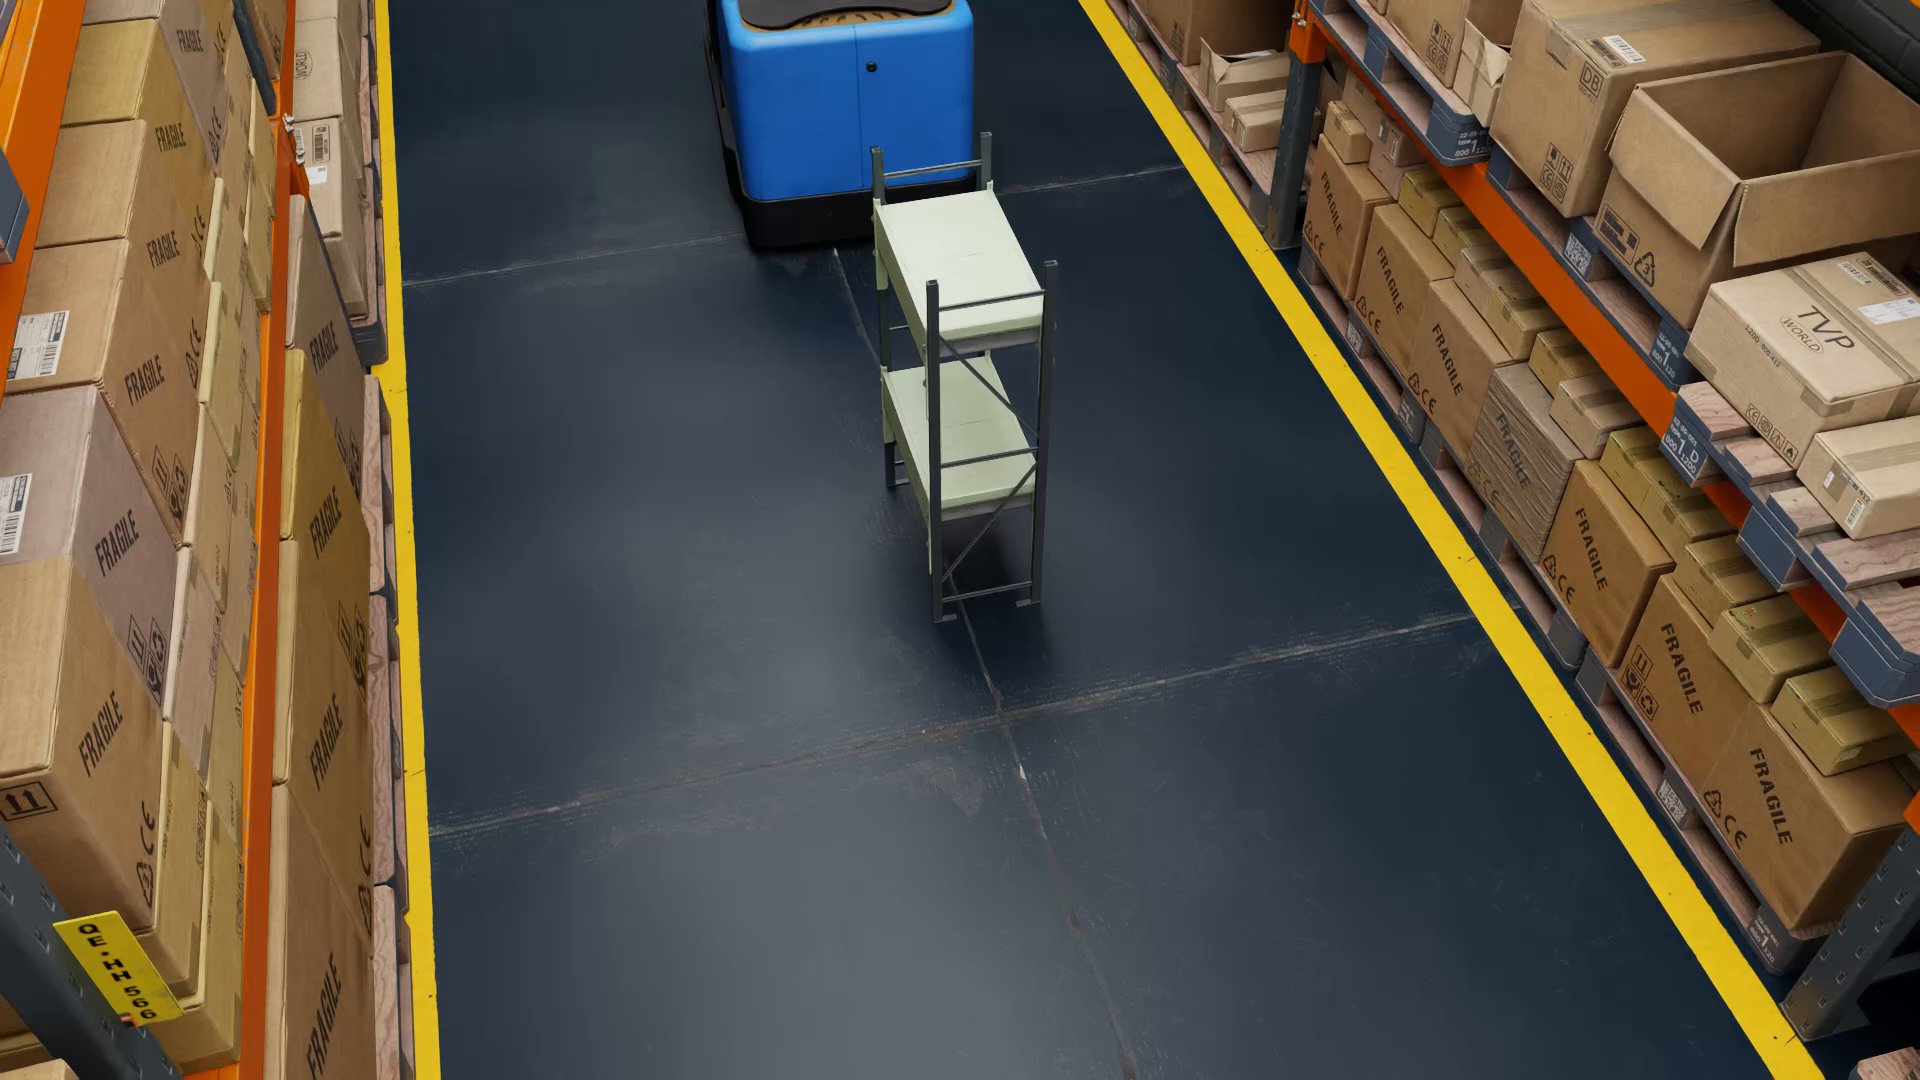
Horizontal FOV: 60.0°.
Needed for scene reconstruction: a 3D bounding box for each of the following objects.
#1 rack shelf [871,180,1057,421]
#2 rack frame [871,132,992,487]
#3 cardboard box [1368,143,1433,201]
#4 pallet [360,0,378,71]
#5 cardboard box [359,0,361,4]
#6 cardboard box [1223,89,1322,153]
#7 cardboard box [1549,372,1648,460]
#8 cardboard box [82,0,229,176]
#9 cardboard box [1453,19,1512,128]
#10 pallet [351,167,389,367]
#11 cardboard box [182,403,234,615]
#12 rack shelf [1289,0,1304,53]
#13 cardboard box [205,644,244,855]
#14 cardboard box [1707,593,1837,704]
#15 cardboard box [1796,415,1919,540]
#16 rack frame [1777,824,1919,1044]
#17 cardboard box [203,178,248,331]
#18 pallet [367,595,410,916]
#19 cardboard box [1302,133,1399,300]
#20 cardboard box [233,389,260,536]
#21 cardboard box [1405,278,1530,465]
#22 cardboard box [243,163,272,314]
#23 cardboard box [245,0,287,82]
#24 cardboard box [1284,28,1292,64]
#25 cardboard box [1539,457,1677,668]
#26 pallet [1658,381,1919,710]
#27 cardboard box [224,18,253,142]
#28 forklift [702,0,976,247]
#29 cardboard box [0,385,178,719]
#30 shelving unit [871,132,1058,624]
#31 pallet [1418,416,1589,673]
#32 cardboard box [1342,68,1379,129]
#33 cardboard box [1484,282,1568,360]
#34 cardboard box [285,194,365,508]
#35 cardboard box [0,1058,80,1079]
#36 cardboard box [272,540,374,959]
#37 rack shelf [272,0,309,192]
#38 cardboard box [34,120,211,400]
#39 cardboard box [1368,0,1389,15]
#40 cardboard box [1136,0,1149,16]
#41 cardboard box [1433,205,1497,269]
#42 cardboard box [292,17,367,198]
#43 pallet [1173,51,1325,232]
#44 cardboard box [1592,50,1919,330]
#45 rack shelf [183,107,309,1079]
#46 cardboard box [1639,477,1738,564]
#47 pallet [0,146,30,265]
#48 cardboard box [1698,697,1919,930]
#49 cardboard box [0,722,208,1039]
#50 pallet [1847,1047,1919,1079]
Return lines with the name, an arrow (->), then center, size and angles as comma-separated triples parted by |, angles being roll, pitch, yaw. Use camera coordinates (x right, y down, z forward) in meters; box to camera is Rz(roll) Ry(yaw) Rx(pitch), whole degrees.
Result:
rack shelf -> 0.002, -0.793, 5.431 | 0.431, 0.370, 0.720 | -11, 47, -10
rack frame -> -0.092, -0.773, 5.957 | 0.400, 1.500, 0.023 | -11, 47, -10
cardboard box -> 1.865, -1.511, 6.632 | 0.380, 0.149, 0.250 | -12, 47, -11
pallet -> -3.656, -2.823, 8.869 | 1.003, 0.211, 1.213 | -11, 47, -10
cardboard box -> -3.671, -3.149, 8.736 | 0.875, 0.438, 0.875 | -12, 47, -12
cardboard box -> 1.458, -1.965, 7.778 | 0.380, 0.149, 0.250 | -12, 47, -12
cardboard box -> 2.225, -0.438, 5.581 | 0.380, 0.149, 0.250 | -13, 47, -12
cardboard box -> -2.416, -1.342, 4.694 | 0.500, 0.500, 0.500 | -10, 46, -10
cardboard box -> 1.869, -1.556, 5.475 | 0.396, 0.266, 0.258 | -9, 46, -8
pallet -> -3.032, -1.138, 7.218 | 1.003, 0.211, 1.213 | -11, 47, -10
cardboard box -> -2.027, -0.034, 3.938 | 0.500, 0.250, 0.500 | -11, 47, -10
rack shelf -> 1.373, -3.614, 8.195 | 1.077, 0.370, 4.000 | -11, 47, -10
cardboard box -> -1.919, 0.504, 3.761 | 0.500, 0.250, 0.500 | -12, 47, -11
cardboard box -> 2.438, 0.300, 4.858 | 0.380, 0.149, 0.250 | -13, 47, -12
cardboard box -> 2.370, -0.166, 4.194 | 0.380, 0.149, 0.250 | -10, 46, -10
rack frame -> 2.909, 0.276, 3.879 | 1.000, 3.000, 0.127 | -11, 47, -10
cardboard box -> -2.291, -0.737, 4.627 | 0.500, 0.250, 0.500 | -10, 46, -9
pallet -> -2.326, 0.764, 5.354 | 1.003, 0.211, 1.213 | -11, 47, -10
cardboard box -> 1.791, -1.382, 6.960 | 0.500, 0.500, 0.500 | -9, 46, -9
cardboard box -> -2.178, -0.199, 4.450 | 0.500, 0.250, 0.500 | -11, 47, -10
cardboard box -> 2.060, -0.671, 6.263 | 0.500, 0.500, 0.500 | -12, 47, -11
cardboard box -> -2.425, -0.907, 5.144 | 0.500, 0.250, 0.500 | -11, 47, -11
cardboard box -> -2.780, -1.982, 6.022 | 0.500, 0.500, 0.500 | -9, 46, -9
cardboard box -> 1.833, -2.433, 8.236 | 0.380, 0.149, 0.250 | -11, 47, -11
cardboard box -> 2.338, 0.043, 5.563 | 0.500, 0.500, 0.500 | -9, 46, -9
pallet -> 2.667, -0.112, 4.393 | 1.213, 0.211, 1.003 | -11, 47, -10
cardboard box -> -2.565, -1.438, 5.314 | 0.500, 0.250, 0.500 | -11, 47, -10
forklift -> -0.722, -3.403, 7.533 | 1.130, 2.935, 3.031 | -8, 46, -8
cardboard box -> -1.915, 0.076, 3.305 | 0.500, 0.500, 0.500 | -11, 47, -10
shelving unit -> 0.002, -0.520, 5.710 | 0.431, 1.500, 0.755 | -11, 47, -10
pallet -> 2.445, -0.111, 6.211 | 1.003, 0.211, 1.213 | -11, 47, -10
cardboard box -> 1.778, -1.803, 6.711 | 0.380, 0.149, 0.250 | -11, 47, -11
cardboard box -> 2.114, -0.798, 5.934 | 0.380, 0.149, 0.250 | -9, 46, -9
cardboard box -> -2.677, -0.565, 5.897 | 0.875, 0.875, 0.875 | -9, 46, -9
cardboard box -> -1.504, 1.164, 2.437 | 0.500, 0.500, 0.500 | -12, 47, -11
cardboard box -> -2.209, 0.675, 4.682 | 0.875, 0.875, 0.875 | -10, 46, -10
rack shelf -> -3.425, -2.704, 7.303 | 1.077, 0.370, 4.000 | -11, 47, -10
cardboard box -> -2.158, -0.633, 4.000 | 0.500, 0.500, 0.500 | -10, 46, -10
cardboard box -> 1.792, -2.292, 6.032 | 0.700, 0.500, 0.500 | -10, 46, -9
cardboard box -> 1.146, -3.099, 8.643 | 0.500, 0.500, 0.500 | -10, 46, -10
cardboard box -> 2.025, -1.149, 6.278 | 0.380, 0.149, 0.250 | -11, 47, -11
cardboard box -> -3.199, -1.896, 7.508 | 0.875, 0.438, 0.875 | -12, 47, -11
pallet -> 1.710, -1.983, 8.046 | 1.003, 0.211, 1.213 | -11, 47, -10
cardboard box -> 2.312, -1.000, 4.763 | 0.797, 0.503, 0.637 | -12, 47, -11
rack shelf -> -2.401, 0.058, 4.597 | 1.077, 0.370, 4.000 | -11, 47, -10
cardboard box -> 2.389, -0.081, 5.231 | 0.380, 0.149, 0.250 | -9, 46, -9
pallet -> -2.105, -0.232, 2.409 | 1.213, 0.211, 1.003 | -9, 46, -8
cardboard box -> 2.593, 0.752, 4.869 | 0.500, 0.500, 0.500 | -9, 46, -9
cardboard box -> -1.780, 0.669, 3.249 | 0.500, 0.250, 0.500 | -11, 47, -11
pallet -> 3.082, 1.828, 4.311 | 1.003, 0.211, 1.213 | -11, 47, -10
